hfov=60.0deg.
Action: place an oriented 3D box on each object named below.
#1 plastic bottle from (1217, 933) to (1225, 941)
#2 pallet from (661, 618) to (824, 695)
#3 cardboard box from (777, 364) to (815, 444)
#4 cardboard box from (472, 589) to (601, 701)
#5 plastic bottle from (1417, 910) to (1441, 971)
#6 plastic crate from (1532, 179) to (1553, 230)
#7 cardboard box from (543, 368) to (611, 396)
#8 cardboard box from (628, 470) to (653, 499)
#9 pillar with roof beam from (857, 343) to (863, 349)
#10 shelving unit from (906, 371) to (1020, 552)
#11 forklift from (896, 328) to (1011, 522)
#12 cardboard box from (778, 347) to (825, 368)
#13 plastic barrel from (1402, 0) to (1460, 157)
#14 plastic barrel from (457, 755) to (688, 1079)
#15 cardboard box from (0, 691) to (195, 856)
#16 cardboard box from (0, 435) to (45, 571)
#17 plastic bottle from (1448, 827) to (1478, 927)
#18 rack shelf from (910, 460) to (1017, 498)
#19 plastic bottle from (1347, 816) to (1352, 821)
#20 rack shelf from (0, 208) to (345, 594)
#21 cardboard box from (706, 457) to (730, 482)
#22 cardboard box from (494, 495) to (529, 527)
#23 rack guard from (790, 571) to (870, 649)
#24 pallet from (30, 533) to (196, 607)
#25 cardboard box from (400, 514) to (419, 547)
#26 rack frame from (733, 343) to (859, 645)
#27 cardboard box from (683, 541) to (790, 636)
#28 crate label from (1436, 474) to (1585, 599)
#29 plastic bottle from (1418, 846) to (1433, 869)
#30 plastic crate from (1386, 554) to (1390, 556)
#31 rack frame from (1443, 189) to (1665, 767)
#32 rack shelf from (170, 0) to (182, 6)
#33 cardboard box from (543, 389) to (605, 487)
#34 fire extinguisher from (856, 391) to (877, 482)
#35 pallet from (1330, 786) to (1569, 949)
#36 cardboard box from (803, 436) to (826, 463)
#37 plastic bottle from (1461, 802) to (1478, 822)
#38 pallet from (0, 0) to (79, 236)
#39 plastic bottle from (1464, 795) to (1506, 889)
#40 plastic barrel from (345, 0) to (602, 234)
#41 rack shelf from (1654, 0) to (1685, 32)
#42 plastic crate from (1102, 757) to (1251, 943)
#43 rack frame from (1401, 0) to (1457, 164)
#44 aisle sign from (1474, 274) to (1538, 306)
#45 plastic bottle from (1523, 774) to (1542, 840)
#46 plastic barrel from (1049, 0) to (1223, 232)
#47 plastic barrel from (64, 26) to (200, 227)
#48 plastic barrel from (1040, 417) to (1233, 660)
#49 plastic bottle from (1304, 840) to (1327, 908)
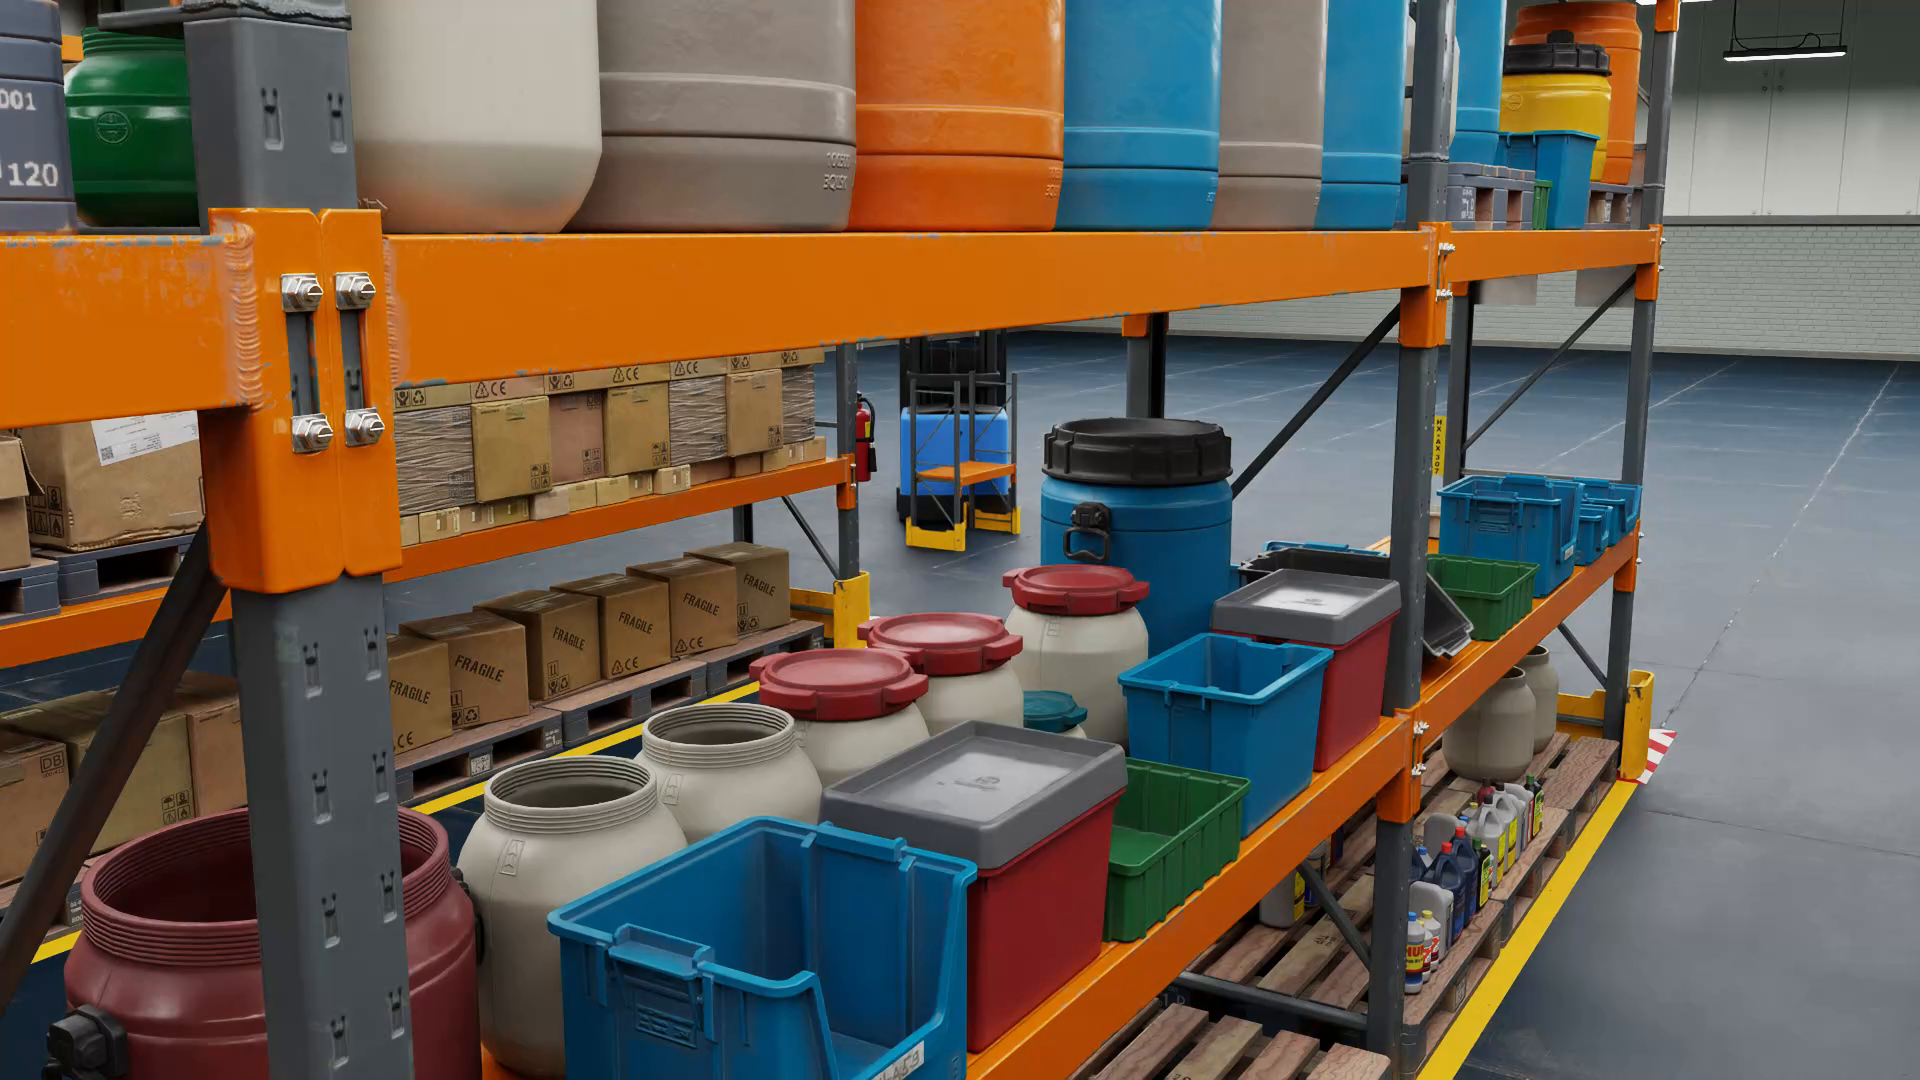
[{"bbox_3d":[0.935,1.374,6.170,0.097,0.201,0.097,0,11,0],"label":"plastic bottle"},{"bbox_3d":[-1.635,0.706,10.905,1.003,0.211,1.213,6,12,31],"label":"pallet"},{"bbox_3d":[-1.452,-0.912,10.892,0.875,0.500,0.500,6,12,31],"label":"cardboard box"},{"bbox_3d":[-2.432,0.595,9.570,0.500,0.500,0.500,5,12,26],"label":"cardboard box"},{"bbox_3d":[1.659,1.420,5.921,0.097,0.201,0.097,0,11,0],"label":"plastic bottle"},{"bbox_3d":[2.065,-1.291,6.419,0.336,0.188,0.450,6,12,31],"label":"plastic crate"},{"bbox_3d":[-2.251,-1.063,8.977,0.500,0.500,0.500,6,12,31],"label":"cardboard box"},{"bbox_3d":[-1.993,-0.334,9.567,0.380,0.149,0.250,6,12,31],"label":"cardboard box"},{"bbox_3d":[1.151,-8.510,36.252,9.100,9.000,0.548,6,12,31],"label":"pillar with roof beam"},{"bbox_3d":[0.039,-0.743,15.143,0.587,1.500,1.083,6,12,31],"label":"shelving unit"},{"bbox_3d":[-0.074,-1.837,17.098,1.130,2.935,3.031,0,11,-1],"label":"forklift"},{"bbox_3d":[-1.218,-1.378,10.660,0.500,0.500,0.500,6,12,31],"label":"cardboard box"},{"bbox_3d":[1.405,-1.483,5.426,0.421,0.512,0.421,0,11,0],"label":"plastic barrel"},{"bbox_3d":[-0.712,0.693,3.092,0.421,0.512,0.421,0,11,0],"label":"plastic barrel"},{"bbox_3d":[-3.821,1.008,7.310,0.700,0.500,0.500,6,12,30],"label":"cardboard box"},{"bbox_3d":[-4.041,-0.148,6.465,0.797,0.503,0.637,8,13,36],"label":"cardboard box"},{"bbox_3d":[1.885,1.270,6.317,0.144,0.351,0.185,6,12,28],"label":"plastic bottle"},{"bbox_3d":[0.044,-0.568,15.184,0.538,0.185,1.000,6,12,31],"label":"rack shelf"},{"bbox_3d":[1.704,1.106,7.408,0.097,0.271,0.097,0,11,0],"label":"plastic bottle"},{"bbox_3d":[-2.102,0.124,0.239,1.077,0.370,4.000,6,12,31],"label":"rack shelf"},{"bbox_3d":[-1.639,-0.456,10.218,0.380,0.149,0.250,6,12,31],"label":"cardboard box"},{"bbox_3d":[-2.483,-0.174,8.709,0.380,0.149,0.250,6,12,31],"label":"cardboard box"},{"bbox_3d":[-1.183,0.440,11.543,1.175,0.500,0.348,6,12,31],"label":"rack guard"},{"bbox_3d":[-3.741,0.029,7.466,1.003,0.211,1.213,6,12,31],"label":"pallet"},{"bbox_3d":[-2.851,-0.053,8.067,0.380,0.149,0.250,6,12,31],"label":"cardboard box"},{"bbox_3d":[-1.143,-0.801,11.377,1.000,3.000,0.127,6,12,31],"label":"rack frame"},{"bbox_3d":[-1.482,0.318,11.052,0.500,0.500,0.500,9,14,41],"label":"cardboard box"},{"bbox_3d":[2.365,-0.030,7.162,0.502,0.435,0.616,6,12,31],"label":"crate label"},{"bbox_3d":[1.759,1.304,6.349,0.097,0.271,0.097,0,11,0],"label":"plastic bottle"},{"bbox_3d":[1.640,0.151,7.007,0.530,0.136,0.437,6,12,31],"label":"plastic crate"},{"bbox_3d":[3.090,-0.328,8.849,1.000,3.000,0.127,6,12,31],"label":"rack frame"},{"bbox_3d":[-4.258,-2.256,5.887,1.077,0.370,4.000,6,12,31],"label":"rack shelf"},{"bbox_3d":[-2.470,-0.596,9.200,0.875,0.500,0.500,6,12,31],"label":"cardboard box"},{"bbox_3d":[-0.690,-0.737,11.245,0.296,0.674,0.183,6,12,31],"label":"fire extinguisher"},{"bbox_3d":[2.030,1.378,7.317,1.003,0.211,1.213,6,12,31],"label":"pallet"},{"bbox_3d":[-1.115,-0.613,11.055,0.380,0.149,0.250,6,12,31],"label":"cardboard box"},{"bbox_3d":[2.168,1.212,7.033,0.097,0.201,0.097,0,11,0],"label":"plastic bottle"},{"bbox_3d":[-1.544,-0.340,1.277,1.003,0.211,1.213,6,12,31],"label":"pallet"},{"bbox_3d":[2.106,1.203,6.674,0.144,0.351,0.185,6,12,30],"label":"plastic bottle"},{"bbox_3d":[-0.640,-0.619,1.947,0.421,0.512,0.421,0,11,0],"label":"plastic barrel"},{"bbox_3d":[2.051,-2.412,6.720,1.077,0.370,4.000,6,12,31],"label":"rack shelf"},{"bbox_3d":[0.350,0.706,3.901,0.450,0.188,0.662,6,12,31],"label":"plastic crate"},{"bbox_3d":[1.013,-2.647,4.937,1.000,3.000,0.127,6,12,31],"label":"rack frame"},{"bbox_3d":[2.877,-1.645,8.820,0.394,0.787,0.004,6,12,31],"label":"aisle sign"},{"bbox_3d":[2.466,1.142,7.185,0.061,0.283,0.133,7,13,32],"label":"plastic bottle"},{"bbox_3d":[0.255,-1.113,3.530,0.600,0.901,0.708,6,12,31],"label":"plastic barrel"},{"bbox_3d":[-0.979,-0.511,2.100,0.294,0.245,0.294,0,11,0],"label":"plastic barrel"},{"bbox_3d":[0.554,0.087,5.273,0.600,0.901,0.708,6,12,31],"label":"plastic barrel"},{"bbox_3d":[1.340,1.275,6.494,0.152,0.276,0.135,6,12,31],"label":"plastic bottle"}]
